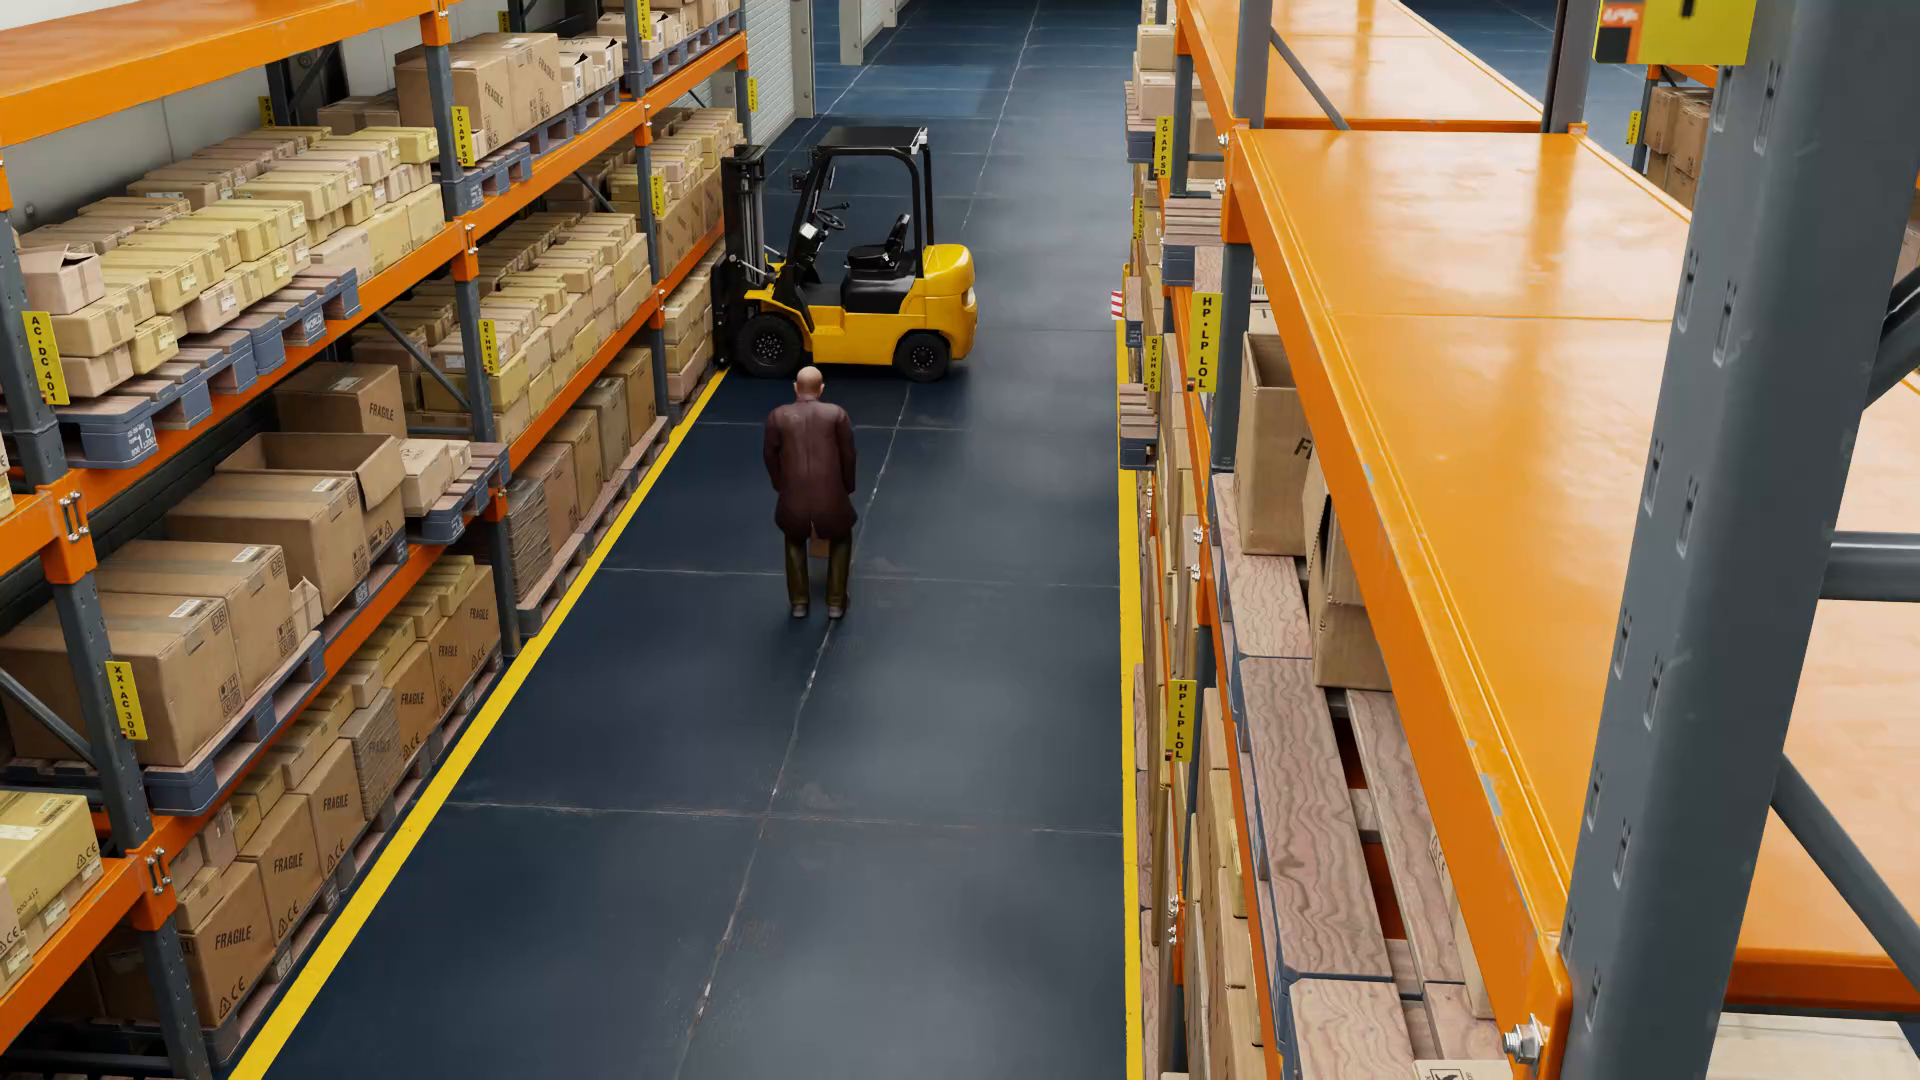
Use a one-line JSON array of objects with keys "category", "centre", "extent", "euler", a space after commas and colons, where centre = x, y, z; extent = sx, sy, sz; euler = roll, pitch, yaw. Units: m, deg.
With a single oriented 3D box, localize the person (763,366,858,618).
[{"category": "person", "centre": [-0.975, -0.294, 10.858], "extent": [0.611, 1.654, 0.515], "euler": [2, 24, 5]}]
